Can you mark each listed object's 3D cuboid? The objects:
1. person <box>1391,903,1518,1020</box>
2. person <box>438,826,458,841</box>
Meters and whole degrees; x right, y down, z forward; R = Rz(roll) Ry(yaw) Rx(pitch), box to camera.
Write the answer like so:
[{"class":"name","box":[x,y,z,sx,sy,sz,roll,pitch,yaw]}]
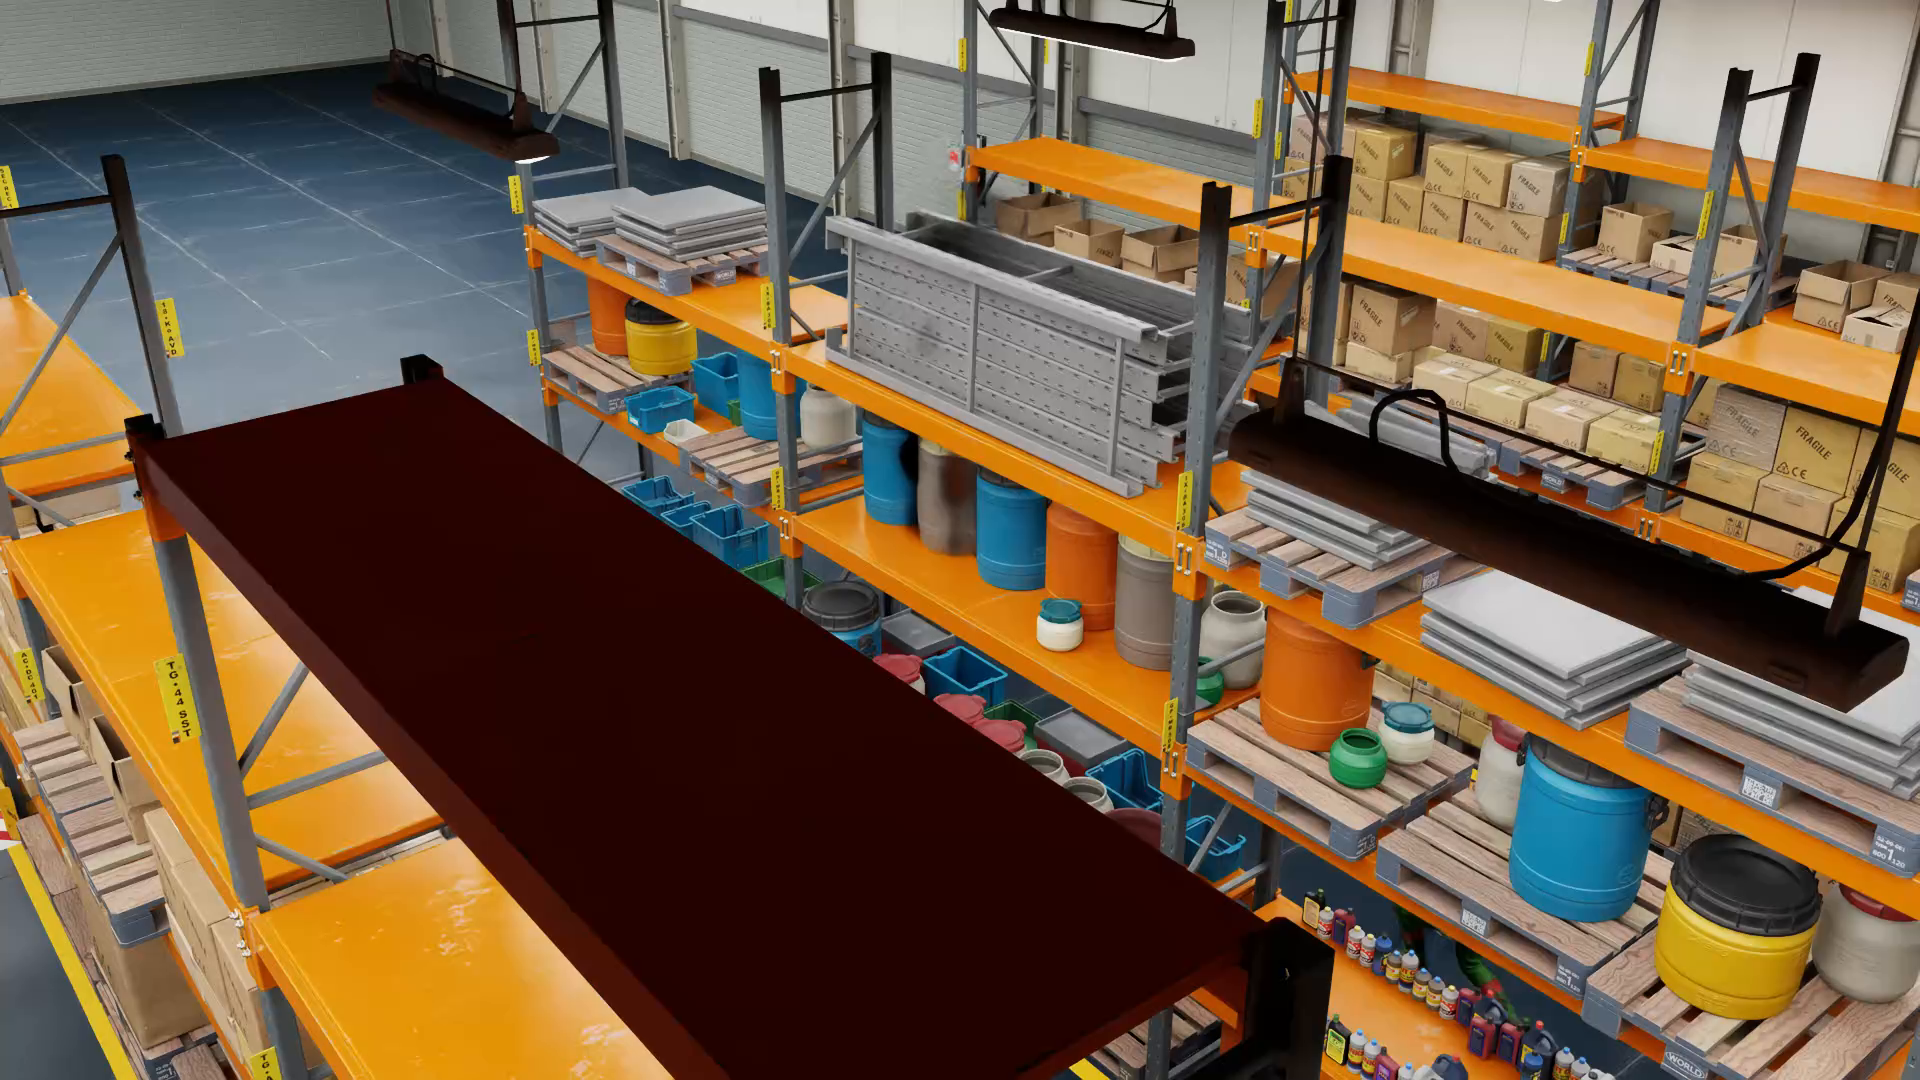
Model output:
[{"class":"person","box":[3.340,2.474,11.007,0.686,1.702,1.053,-20,32,-35]},{"class":"person","box":[-3.766,1.935,12.084,0.557,1.407,0.764,-20,32,-35]}]
